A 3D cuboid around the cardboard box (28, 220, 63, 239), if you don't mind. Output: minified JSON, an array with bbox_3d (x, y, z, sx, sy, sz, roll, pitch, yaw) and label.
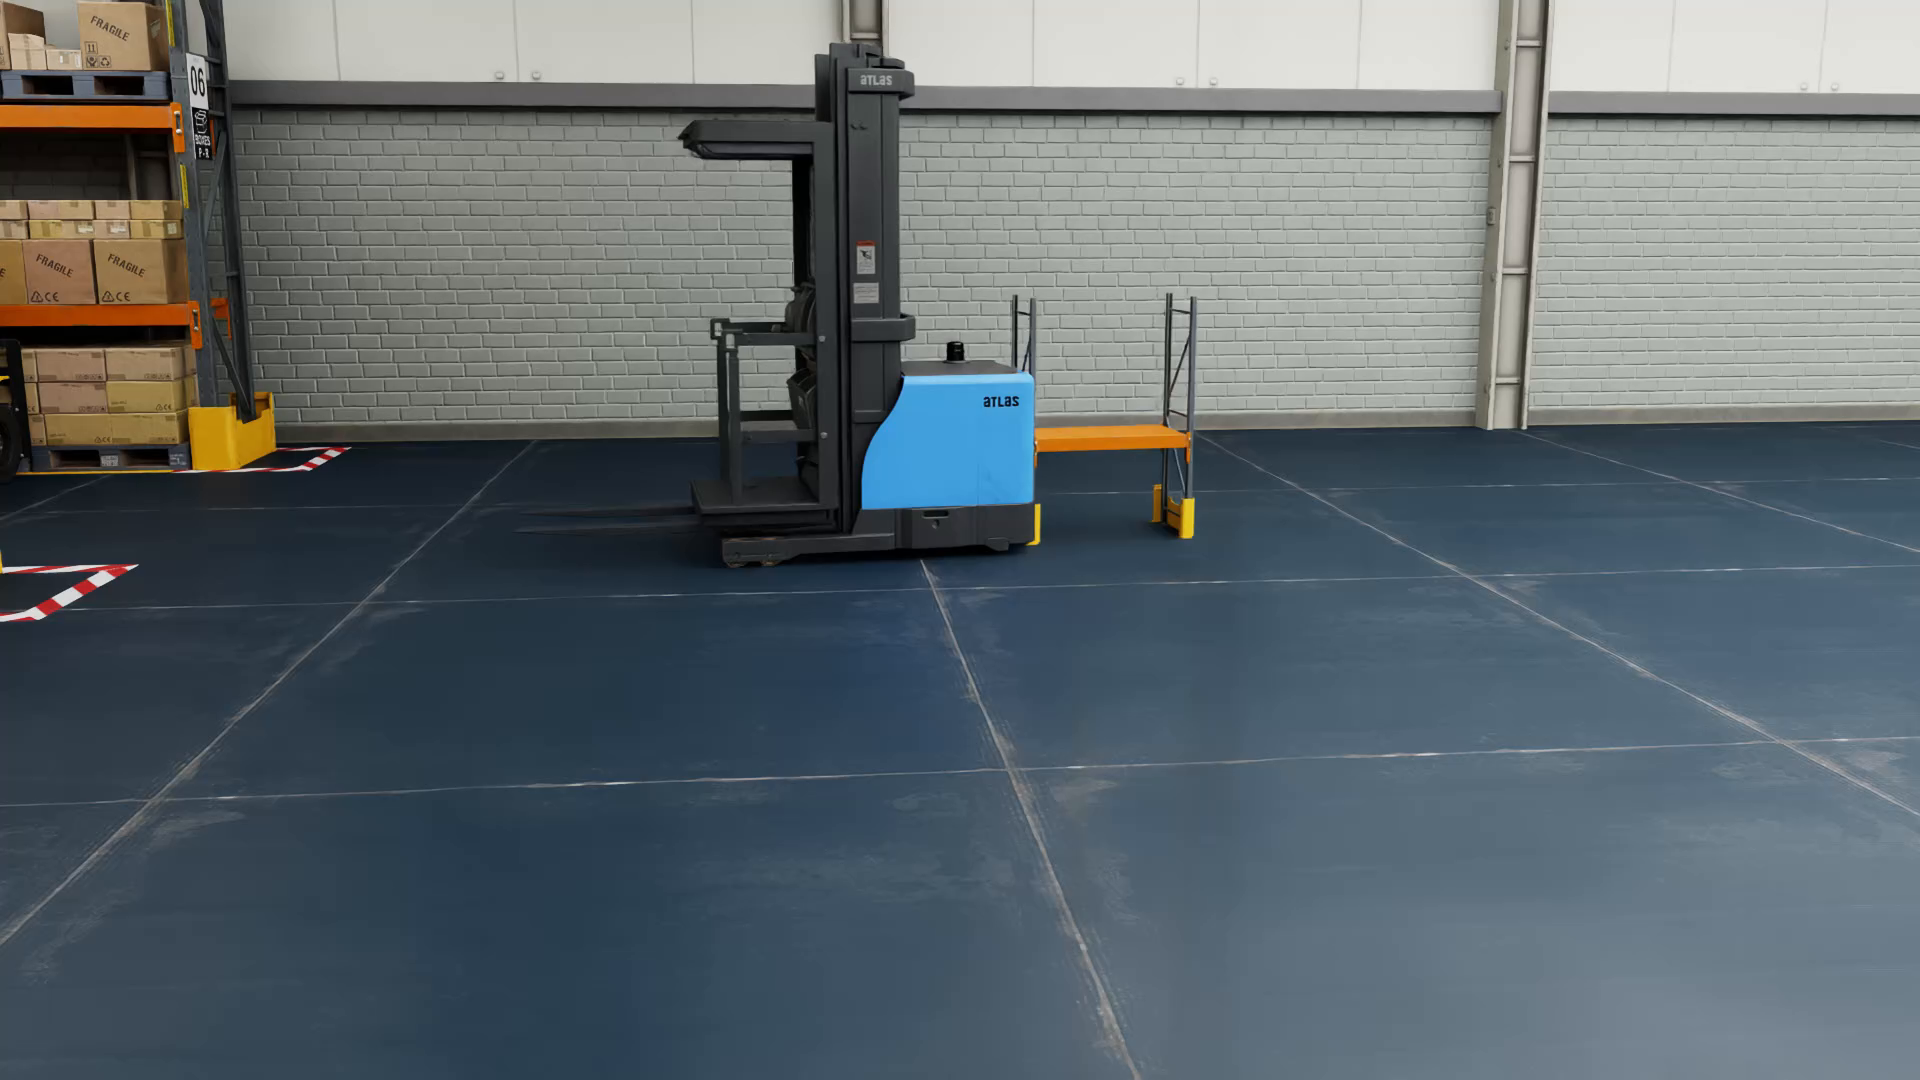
[{"bbox_3d":[-7.080,-2.433,13.026,0.250,0.149,0.380,-1,11,-6],"label":"cardboard box"}]

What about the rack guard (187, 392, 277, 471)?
[{"bbox_3d":[-5.979,-0.908,13.691,0.348,0.500,1.175,-1,11,-6],"label":"rack guard"}]

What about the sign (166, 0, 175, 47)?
[{"bbox_3d":[-5.958,-3.897,12.549,0.005,0.325,0.100,-1,11,-6],"label":"sign"}]

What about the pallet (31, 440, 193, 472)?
[{"bbox_3d":[-6.759,-0.742,13.594,1.213,0.211,1.003,-1,11,-6],"label":"pallet"}]

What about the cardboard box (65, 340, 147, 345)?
[{"bbox_3d":[-6.997,-1.497,13.653,0.500,0.250,0.500,-1,11,-6],"label":"cardboard box"}]

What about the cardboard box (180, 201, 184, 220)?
[{"bbox_3d":[-6.360,-2.681,13.519,0.250,0.149,0.380,-1,11,-7],"label":"cardboard box"}]

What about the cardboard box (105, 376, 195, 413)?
[{"bbox_3d":[-6.453,-1.166,13.267,0.500,0.250,0.500,-1,11,-7],"label":"cardboard box"}]

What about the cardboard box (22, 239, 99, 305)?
[{"bbox_3d":[-6.981,-2.113,13.083,0.500,0.500,0.500,-1,11,-4],"label":"cardboard box"}]

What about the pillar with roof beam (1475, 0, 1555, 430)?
[{"bbox_3d":[5.602,-4.660,10.746,0.400,9.000,9.100,-1,11,-6],"label":"pillar with roof beam"}]

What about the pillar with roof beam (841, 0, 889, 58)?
[{"bbox_3d":[-0.363,-4.535,10.110,0.400,9.000,9.100,-1,11,-6],"label":"pillar with roof beam"}]

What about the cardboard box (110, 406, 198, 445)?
[{"bbox_3d":[-6.436,-0.921,13.314,0.500,0.250,0.500,-1,11,-6],"label":"cardboard box"}]

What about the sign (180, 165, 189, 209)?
[{"bbox_3d":[-5.958,-2.714,12.782,0.005,0.325,0.100,-1,11,-6],"label":"sign"}]

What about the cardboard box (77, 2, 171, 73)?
[{"bbox_3d":[-6.417,-3.854,12.813,0.500,0.500,0.500,-1,11,-4],"label":"cardboard box"}]

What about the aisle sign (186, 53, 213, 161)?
[{"bbox_3d":[-5.906,-3.355,12.917,0.004,0.787,0.394,-1,11,-6],"label":"aisle sign"}]

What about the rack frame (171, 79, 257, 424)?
[{"bbox_3d":[-6.003,-2.134,13.447,0.127,3.000,1.000,-1,11,-6],"label":"rack frame"}]

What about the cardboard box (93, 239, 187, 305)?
[{"bbox_3d":[-6.464,-2.122,13.129,0.500,0.500,0.500,-1,11,-7],"label":"cardboard box"}]

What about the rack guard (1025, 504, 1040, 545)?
[{"bbox_3d":[0.394,-0.148,10.471,0.087,0.250,0.587,-2,11,-12],"label":"rack guard"}]

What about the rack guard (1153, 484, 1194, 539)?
[{"bbox_3d":[1.368,-0.188,10.675,0.087,0.250,0.587,-2,11,-12],"label":"rack guard"}]

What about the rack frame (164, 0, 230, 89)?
[{"bbox_3d":[-6.003,-5.078,12.868,0.127,3.000,1.000,-1,11,-6],"label":"rack frame"}]

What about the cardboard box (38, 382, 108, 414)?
[{"bbox_3d":[-6.953,-1.158,13.224,0.500,0.250,0.500,-1,11,-7],"label":"cardboard box"}]

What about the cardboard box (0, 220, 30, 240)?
[{"bbox_3d":[-7.341,-2.418,12.951,0.250,0.149,0.380,-2,11,-8],"label":"cardboard box"}]

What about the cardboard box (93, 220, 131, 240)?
[{"bbox_3d":[-6.568,-2.429,13.009,0.250,0.149,0.380,-1,11,-5],"label":"cardboard box"}]

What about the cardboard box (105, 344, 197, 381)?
[{"bbox_3d":[-6.427,-1.412,13.222,0.500,0.250,0.500,-1,11,-4],"label":"cardboard box"}]

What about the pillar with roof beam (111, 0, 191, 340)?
[{"bbox_3d":[-6.327,-4.410,9.474,0.400,9.000,9.100,-1,11,-6],"label":"pillar with roof beam"}]

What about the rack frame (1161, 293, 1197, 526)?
[{"bbox_3d":[1.387,-0.802,10.558,0.032,1.500,0.500,-2,11,-12],"label":"rack frame"}]

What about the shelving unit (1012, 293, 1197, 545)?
[{"bbox_3d":[0.881,-0.781,10.452,1.083,1.500,0.587,-2,11,-12],"label":"shelving unit"}]

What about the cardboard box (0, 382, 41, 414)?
[{"bbox_3d":[-7.464,-1.143,13.149,0.500,0.250,0.500,-1,11,-7],"label":"cardboard box"}]

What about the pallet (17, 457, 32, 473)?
[{"bbox_3d":[-7.969,-0.717,13.468,1.213,0.211,1.003,-1,11,-6],"label":"pallet"}]

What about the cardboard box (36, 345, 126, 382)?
[{"bbox_3d":[-6.934,-1.400,13.162,0.500,0.250,0.500,-1,11,-5],"label":"cardboard box"}]

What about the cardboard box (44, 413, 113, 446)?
[{"bbox_3d":[-6.931,-0.912,13.270,0.500,0.250,0.500,-1,11,-6],"label":"cardboard box"}]

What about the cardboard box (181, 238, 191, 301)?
[{"bbox_3d":[-6.525,-2.226,13.656,0.500,0.500,0.500,-1,11,-4],"label":"cardboard box"}]

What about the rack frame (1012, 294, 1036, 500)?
[{"bbox_3d":[0.392,-0.761,10.350,0.032,1.500,0.500,-2,11,-12],"label":"rack frame"}]

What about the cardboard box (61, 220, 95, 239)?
[{"bbox_3d":[-6.833,-2.436,13.041,0.250,0.149,0.380,-1,11,-5],"label":"cardboard box"}]

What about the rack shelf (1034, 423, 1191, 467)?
[{"bbox_3d":[0.890,-0.605,10.489,1.000,0.185,0.538,-2,11,-12],"label":"rack shelf"}]

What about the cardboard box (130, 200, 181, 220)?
[{"bbox_3d":[-6.336,-2.599,13.103,0.250,0.149,0.380,-1,11,-6],"label":"cardboard box"}]

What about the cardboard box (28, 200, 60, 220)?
[{"bbox_3d":[-7.091,-2.587,13.038,0.250,0.149,0.380,-1,11,-6],"label":"cardboard box"}]

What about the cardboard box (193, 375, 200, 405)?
[{"bbox_3d":[-6.493,-1.266,13.776,0.500,0.250,0.500,-1,11,-5],"label":"cardboard box"}]

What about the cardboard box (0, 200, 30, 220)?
[{"bbox_3d":[-7.338,-2.560,12.902,0.250,0.149,0.380,-1,11,-5],"label":"cardboard box"}]

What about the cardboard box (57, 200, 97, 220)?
[{"bbox_3d":[-6.835,-2.578,12.992,0.250,0.149,0.380,-1,11,-5],"label":"cardboard box"}]

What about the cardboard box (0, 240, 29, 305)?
[{"bbox_3d":[-7.490,-2.103,13.028,0.500,0.500,0.500,-1,11,-7],"label":"cardboard box"}]

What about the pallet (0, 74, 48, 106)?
[{"bbox_3d":[-7.924,-3.527,12.984,1.213,0.211,1.003,-1,11,-6],"label":"pallet"}]

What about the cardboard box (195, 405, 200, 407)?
[{"bbox_3d":[-6.512,-1.018,13.810,0.500,0.250,0.500,-1,11,-6],"label":"cardboard box"}]

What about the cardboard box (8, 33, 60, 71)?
[{"bbox_3d":[-7.046,-3.714,12.710,0.258,0.266,0.396,-1,11,-6],"label":"cardboard box"}]

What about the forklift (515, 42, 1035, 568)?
[{"bbox_3d":[-1.120,-1.390,9.840,3.031,2.935,1.130,-2,11,-12],"label":"forklift"}]

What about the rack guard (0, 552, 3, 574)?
[{"bbox_3d":[-5.539,0.046,8.838,0.348,0.500,1.175,-1,11,-6],"label":"rack guard"}]

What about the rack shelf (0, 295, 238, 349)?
[{"bbox_3d":[-7.991,-1.739,13.304,4.000,0.370,1.077,-1,11,-6],"label":"rack shelf"}]

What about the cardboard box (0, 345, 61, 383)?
[{"bbox_3d":[-7.435,-1.388,13.099,0.500,0.250,0.500,-1,11,-5],"label":"cardboard box"}]

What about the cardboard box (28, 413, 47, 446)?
[{"bbox_3d":[-7.430,-0.903,13.226,0.500,0.250,0.500,-1,11,-5],"label":"cardboard box"}]

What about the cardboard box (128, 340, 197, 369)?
[{"bbox_3d":[-6.501,-1.508,13.709,0.500,0.250,0.500,-1,11,-7],"label":"cardboard box"}]

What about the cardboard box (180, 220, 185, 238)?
[{"bbox_3d":[-6.368,-2.544,13.592,0.250,0.149,0.380,-1,11,-8],"label":"cardboard box"}]

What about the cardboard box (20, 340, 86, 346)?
[{"bbox_3d":[-7.496,-1.488,13.610,0.500,0.250,0.500,-1,11,-6],"label":"cardboard box"}]

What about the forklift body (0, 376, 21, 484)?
[{"bbox_3d":[-7.691,-1.328,11.548,1.214,2.155,2.313,-1,11,-6],"label":"forklift body"}]

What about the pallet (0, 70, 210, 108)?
[{"bbox_3d":[-6.709,-3.553,13.117,1.213,0.211,1.003,-1,11,-6],"label":"pallet"}]

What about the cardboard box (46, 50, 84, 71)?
[{"bbox_3d":[-6.794,-3.662,12.748,0.250,0.149,0.380,-2,11,-8],"label":"cardboard box"}]

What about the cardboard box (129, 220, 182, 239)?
[{"bbox_3d":[-6.317,-2.440,13.065,0.250,0.149,0.380,-1,11,-5],"label":"cardboard box"}]

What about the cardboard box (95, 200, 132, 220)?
[{"bbox_3d":[-6.578,-2.588,13.046,0.250,0.149,0.380,-1,11,-6],"label":"cardboard box"}]

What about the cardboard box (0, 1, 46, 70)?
[{"bbox_3d":[-7.446,-3.852,12.802,0.500,0.500,0.700,-1,11,-6],"label":"cardboard box"}]

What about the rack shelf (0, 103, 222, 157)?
[{"bbox_3d":[-7.991,-3.211,13.015,4.000,0.370,1.077,-1,11,-6],"label":"rack shelf"}]
